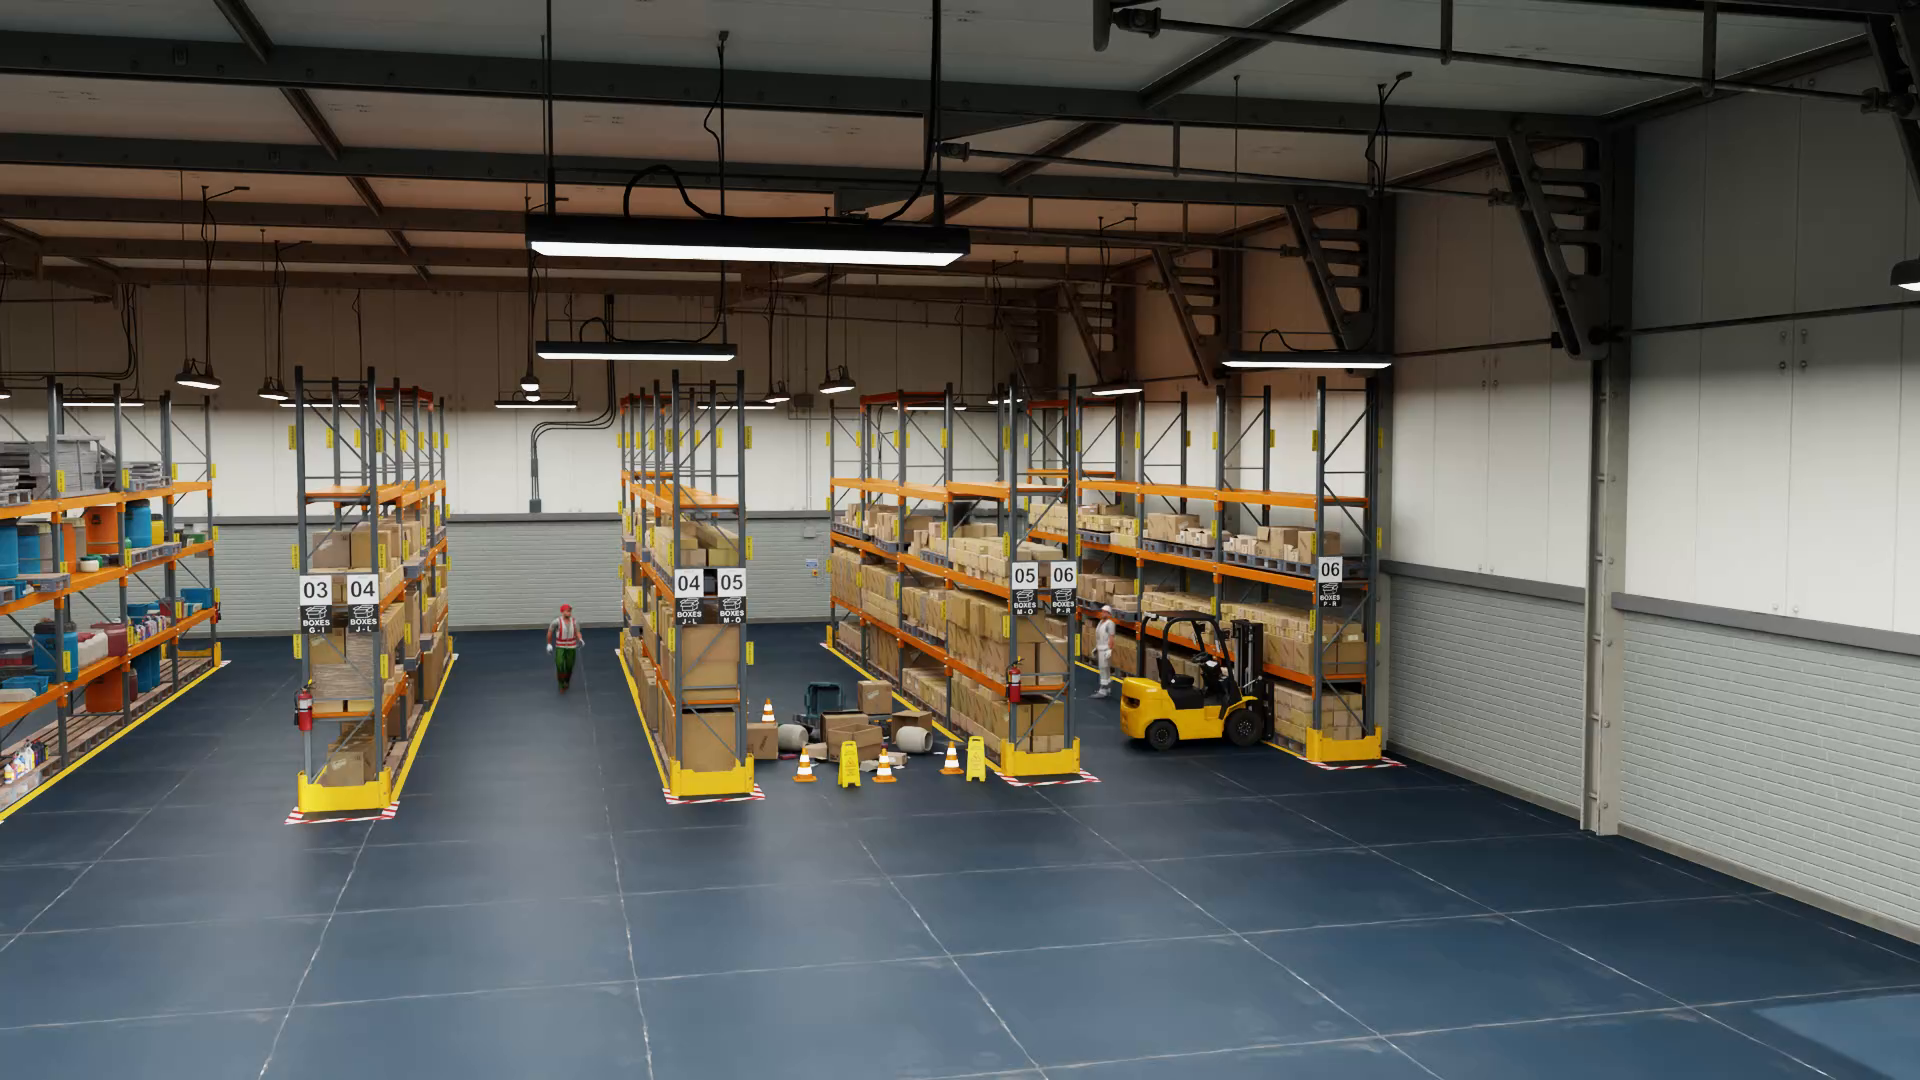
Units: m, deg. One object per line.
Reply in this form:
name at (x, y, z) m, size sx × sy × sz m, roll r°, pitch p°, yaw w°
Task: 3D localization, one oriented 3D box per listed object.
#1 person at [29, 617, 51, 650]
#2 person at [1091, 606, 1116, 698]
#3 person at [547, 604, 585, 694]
person at (-17.896, 2.292, 32.550) m, size 0.543 × 1.590 × 0.648 m, roll 0°, pitch 3°, yaw -8°
person at (2.782, 2.178, 32.505) m, size 0.507 × 1.784 × 0.617 m, roll 0°, pitch 3°, yaw -5°
person at (-7.876, 2.182, 33.219) m, size 0.736 × 1.813 × 0.877 m, roll -1°, pitch 4°, yaw -14°
